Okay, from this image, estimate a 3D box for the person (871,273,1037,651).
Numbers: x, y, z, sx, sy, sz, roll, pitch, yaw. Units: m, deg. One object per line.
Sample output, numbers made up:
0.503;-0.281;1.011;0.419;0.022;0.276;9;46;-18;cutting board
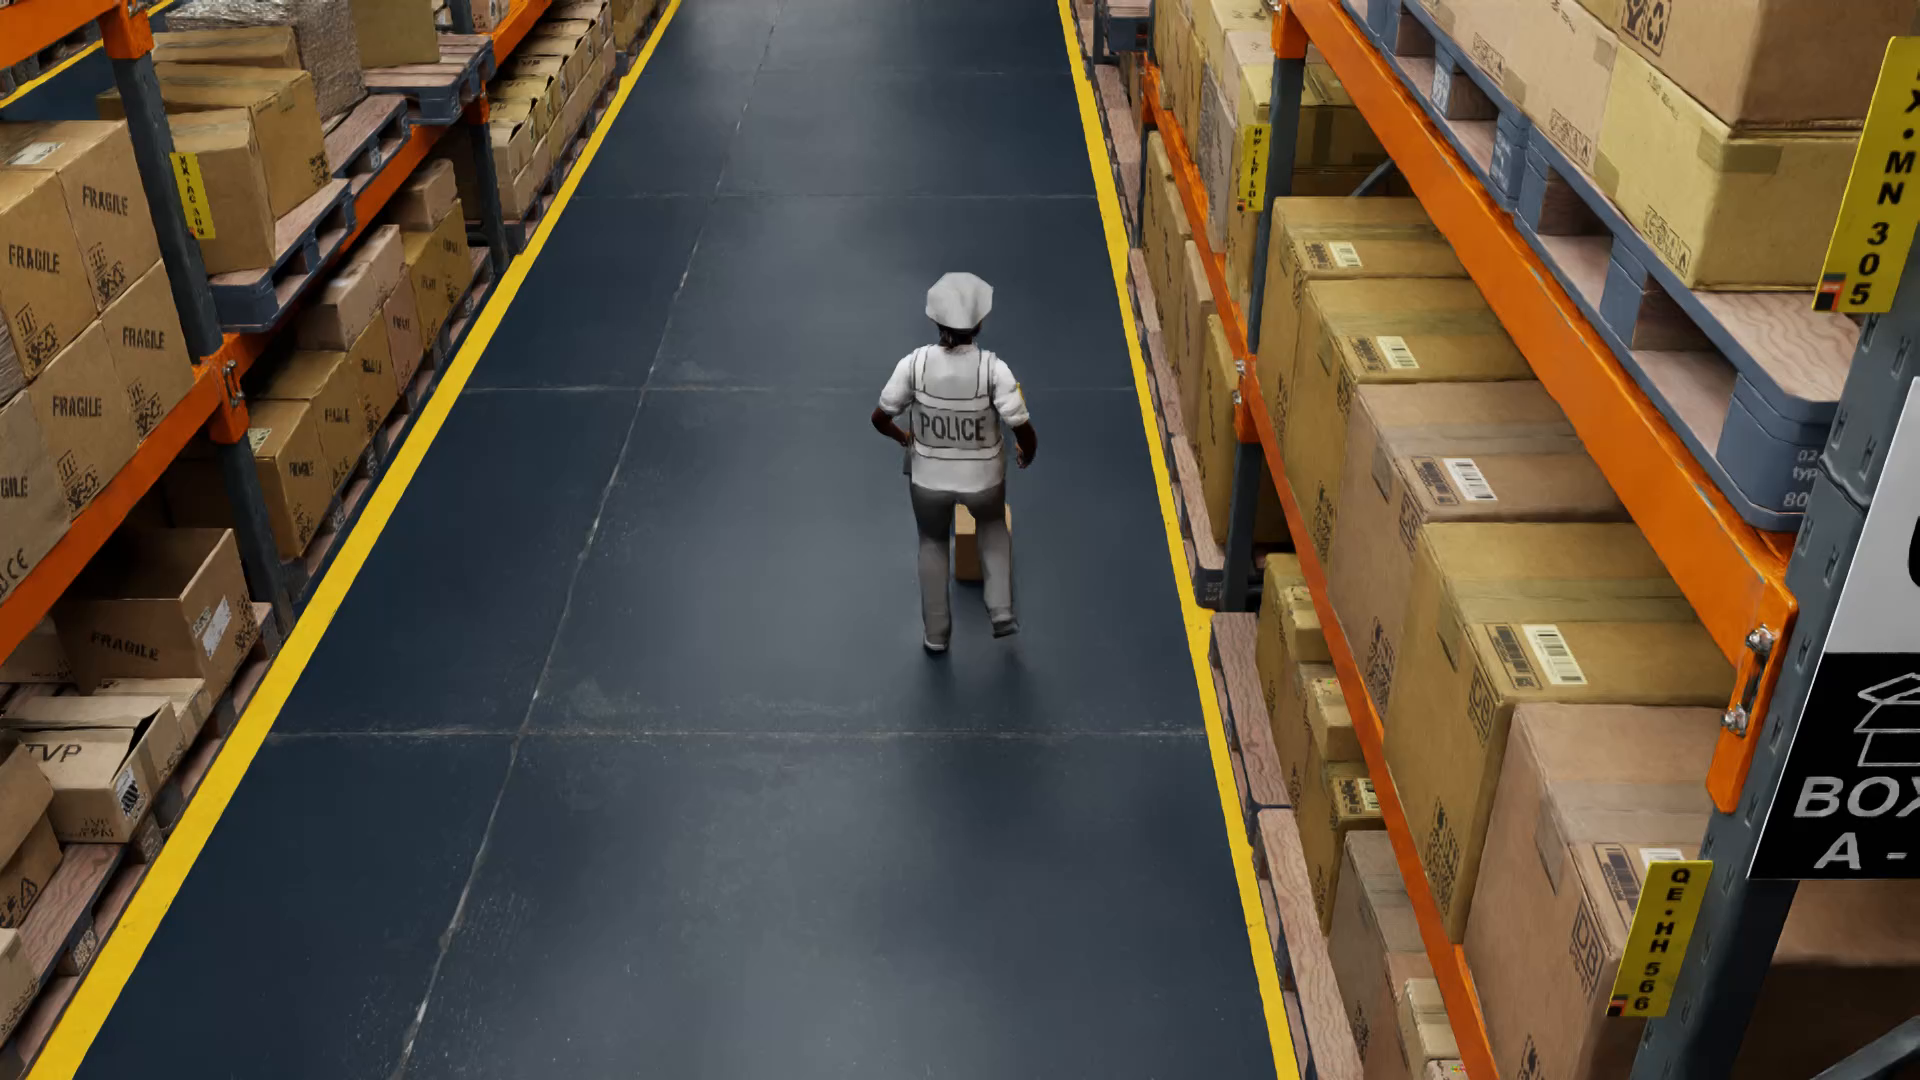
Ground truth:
-0.021;-0.296;6.605;0.639;1.659;0.467;0;32;1;person
